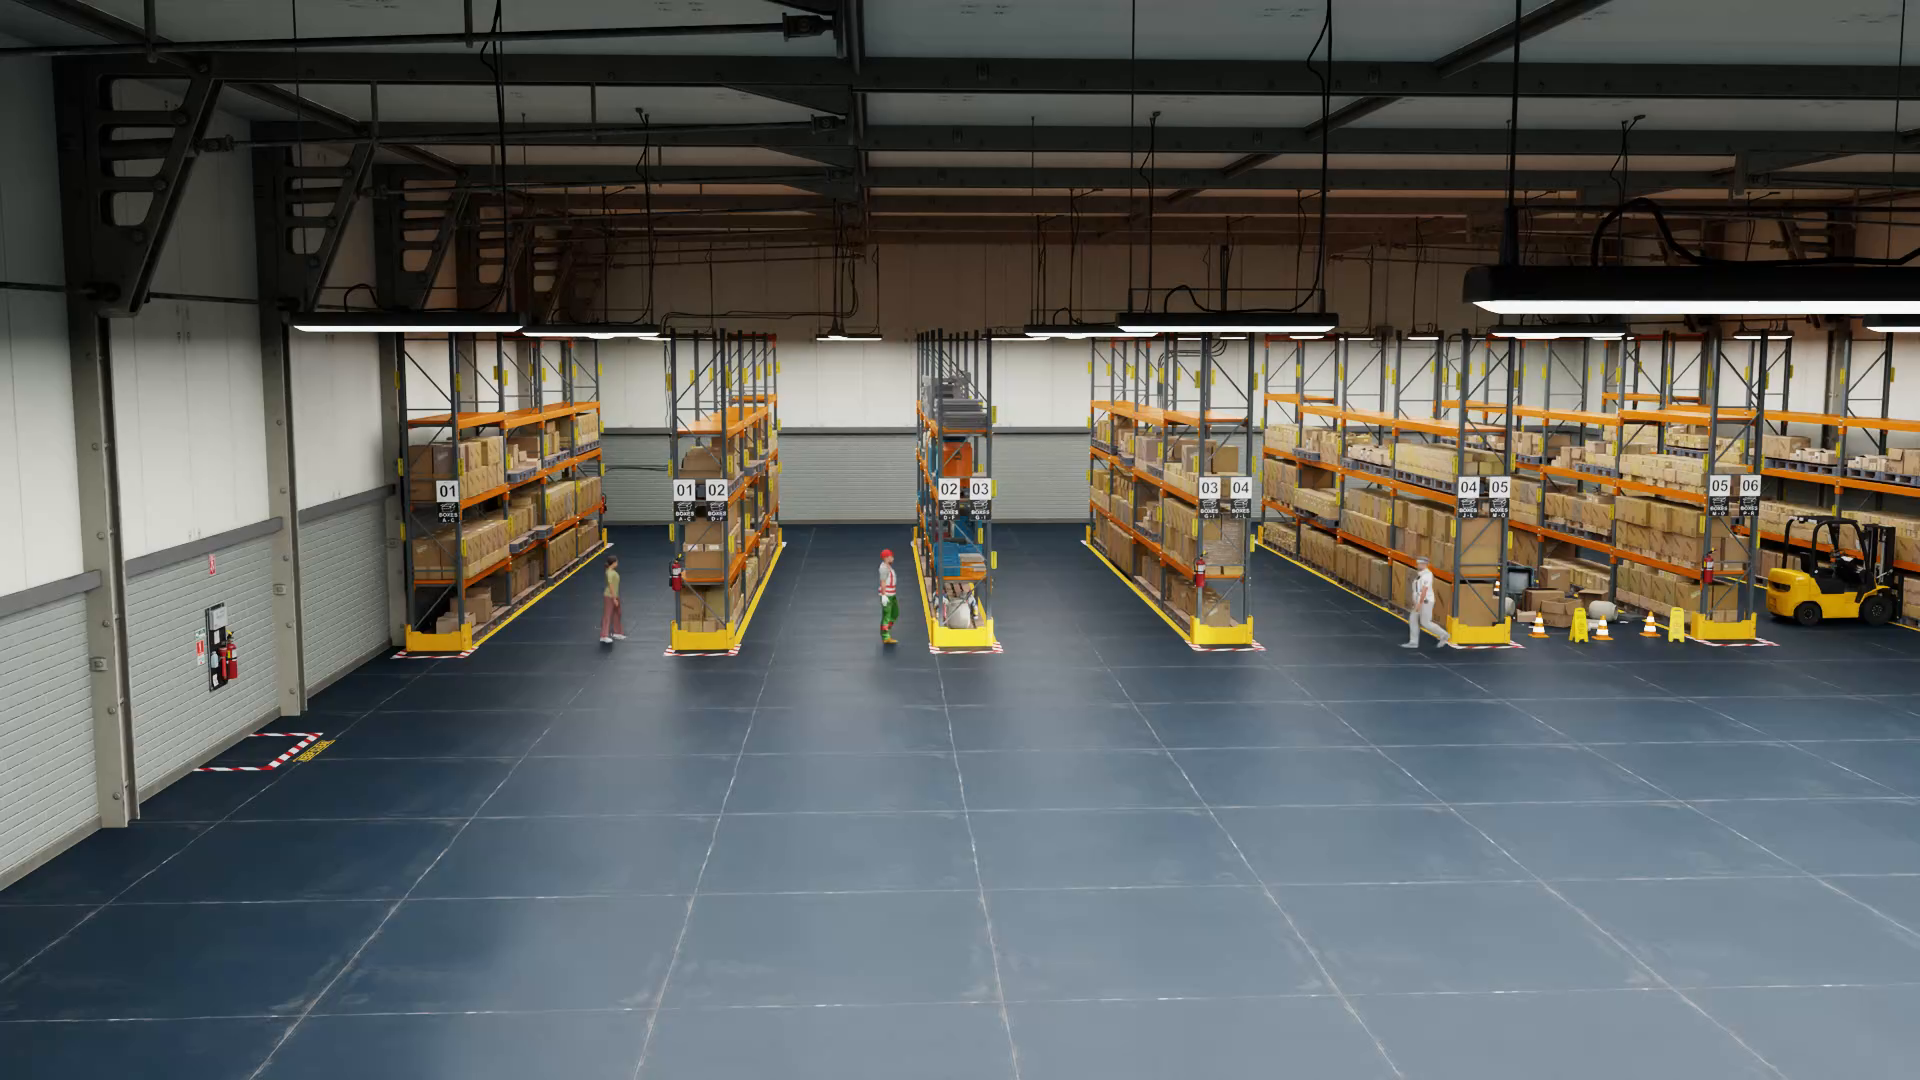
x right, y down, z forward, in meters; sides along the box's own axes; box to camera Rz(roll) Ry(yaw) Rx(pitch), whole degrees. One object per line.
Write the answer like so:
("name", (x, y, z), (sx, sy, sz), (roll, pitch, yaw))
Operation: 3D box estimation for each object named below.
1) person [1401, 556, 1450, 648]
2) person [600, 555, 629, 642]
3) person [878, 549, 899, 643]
("person", (8.761, 1.177, 31.299), (0.866, 1.730, 0.586), (0, 7, 1))
("person", (-6.708, 1.130, 32.104), (0.479, 1.715, 0.594), (0, 7, 1))
("person", (-1.375, 1.081, 31.936), (0.374, 1.804, 0.613), (1, 7, 9))
